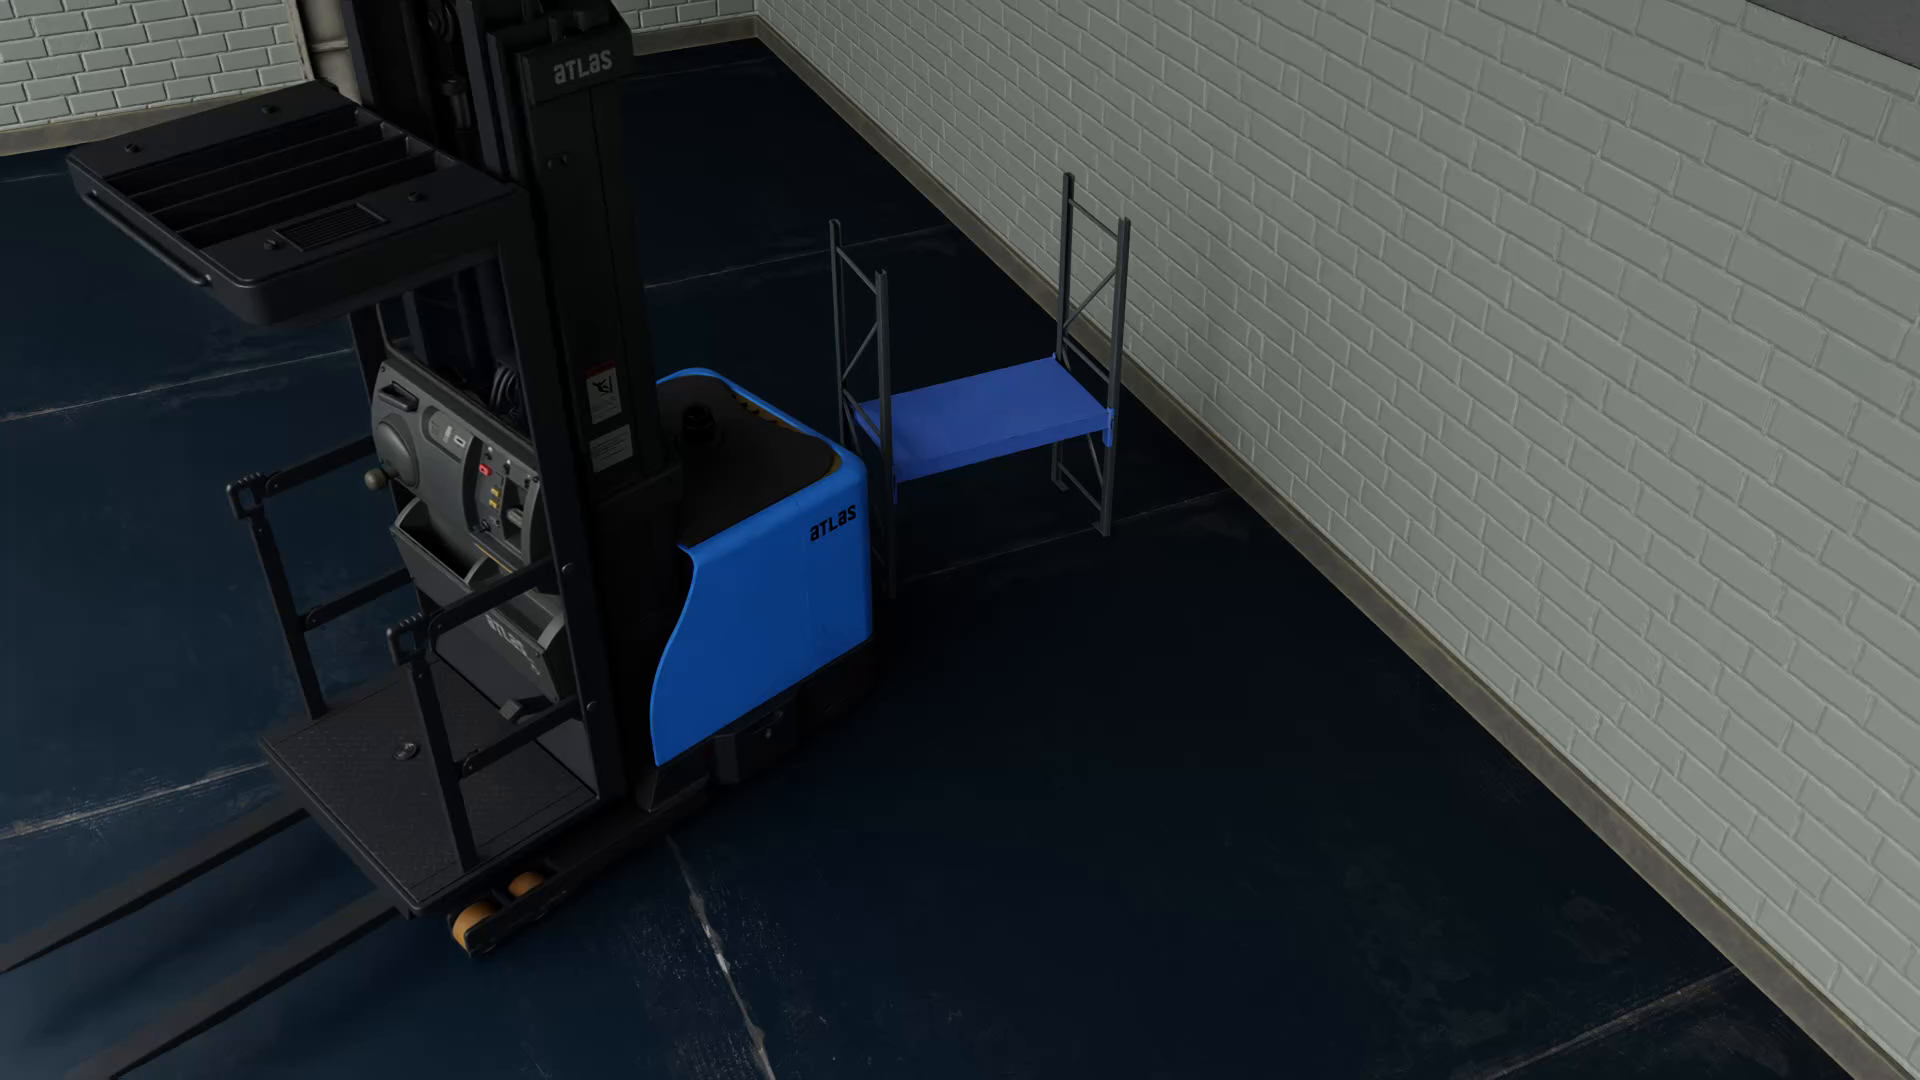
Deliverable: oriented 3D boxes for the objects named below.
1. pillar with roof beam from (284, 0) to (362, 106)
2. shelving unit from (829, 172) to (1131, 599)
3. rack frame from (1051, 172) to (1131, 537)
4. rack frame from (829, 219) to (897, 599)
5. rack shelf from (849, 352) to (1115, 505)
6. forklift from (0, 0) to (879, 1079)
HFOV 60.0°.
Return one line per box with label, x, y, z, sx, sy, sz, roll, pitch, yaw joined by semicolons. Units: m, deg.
pillar with roof beam;-2.305;-4.182;5.335;0.400;9.000;9.100;-16;39;-20
shelving unit;0.077;-0.624;6.832;1.048;1.500;0.538;-16;39;-20
rack frame;0.537;-0.753;7.006;0.032;1.500;0.500;-16;39;-20
rack frame;-0.383;-0.495;6.659;0.032;1.500;0.500;-16;39;-20
rack shelf;0.077;-0.480;6.939;1.000;0.185;0.538;-16;39;-20
forklift;-1.713;-0.178;5.030;3.031;2.935;1.130;-31;46;-34
